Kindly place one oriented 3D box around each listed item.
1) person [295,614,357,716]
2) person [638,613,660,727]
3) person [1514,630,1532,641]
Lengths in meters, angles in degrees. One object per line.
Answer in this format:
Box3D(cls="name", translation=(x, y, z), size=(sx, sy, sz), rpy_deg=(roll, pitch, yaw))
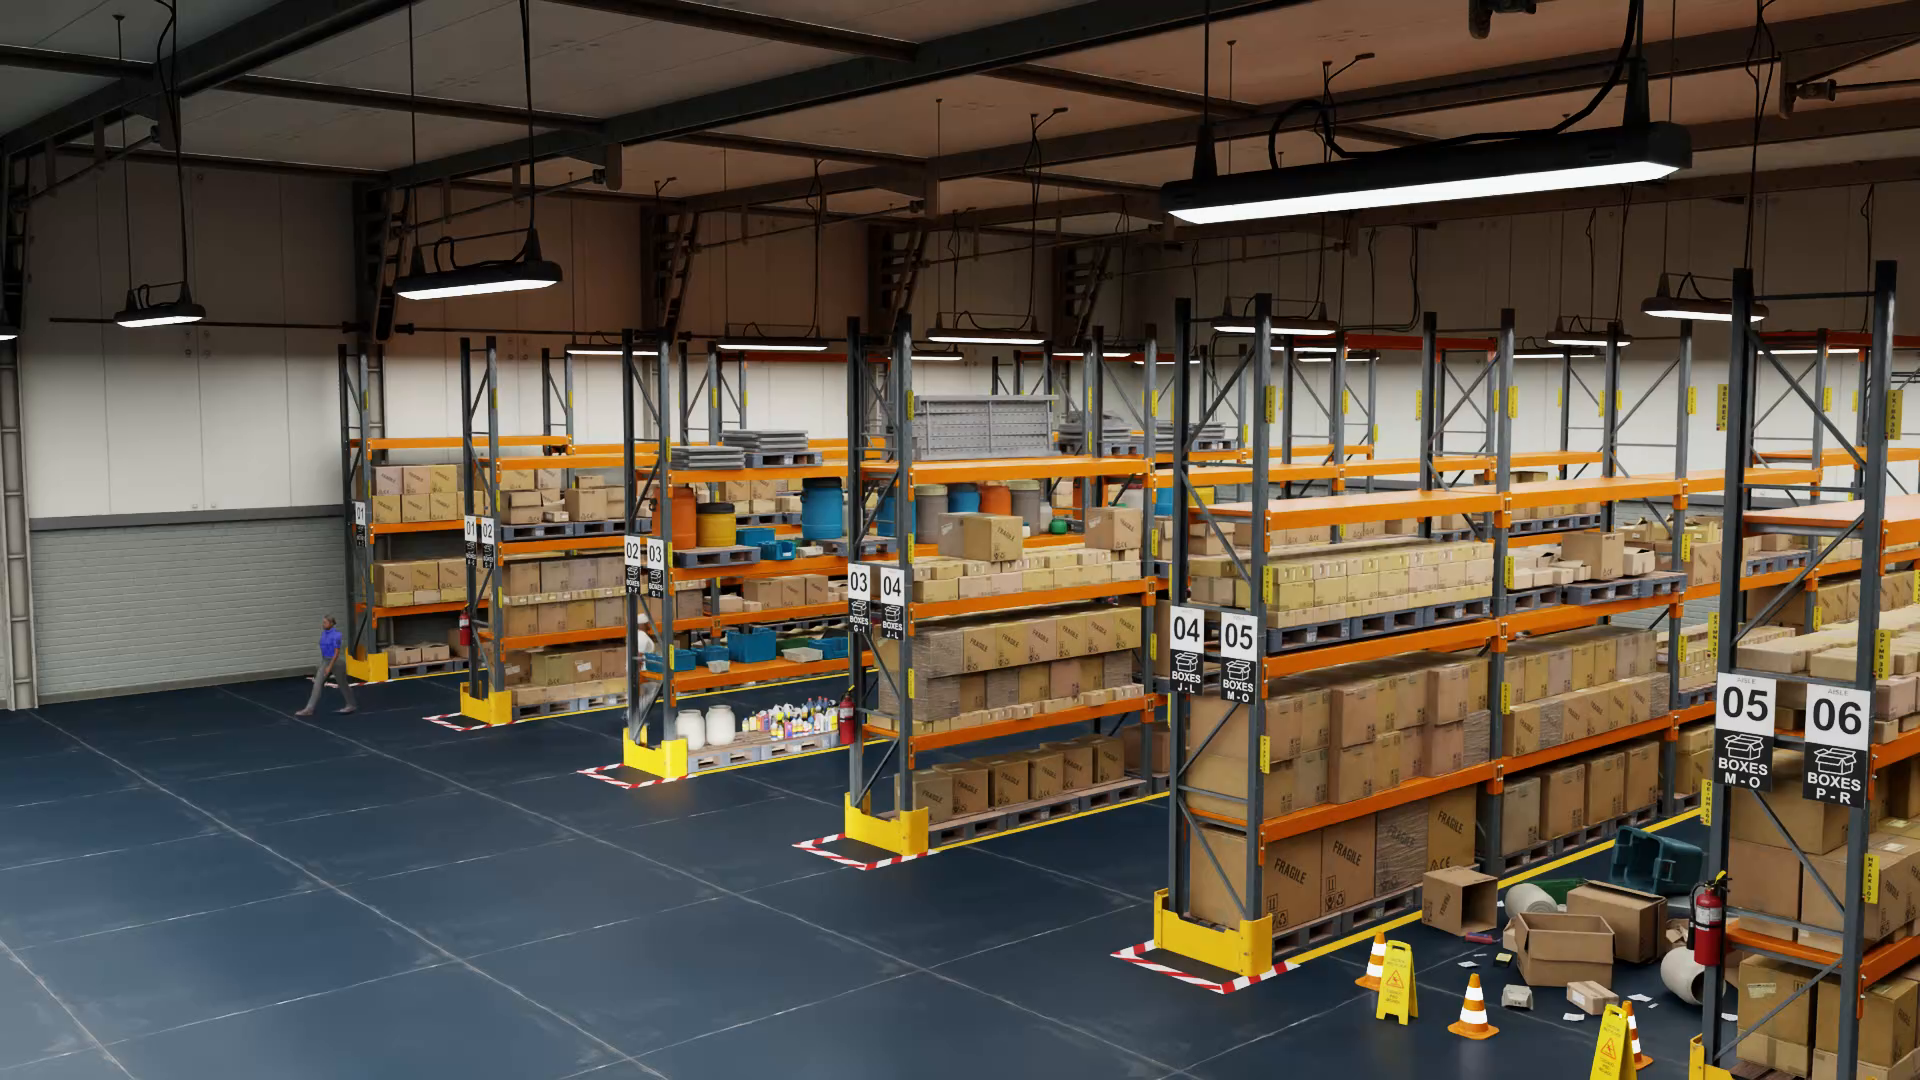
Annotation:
Box3D(cls="person", translation=(-10.038, 1.986, 26.367), size=(0.500, 1.593, 0.961), rpy_deg=(3, 6, 26))
Box3D(cls="person", translation=(-4.885, 2.000, 25.463), size=(0.476, 1.754, 0.600), rpy_deg=(-3, 6, -29))
Box3D(cls="person", translation=(8.329, 2.108, 24.793), size=(1.034, 1.615, 0.562), rpy_deg=(-4, 6, -38))
